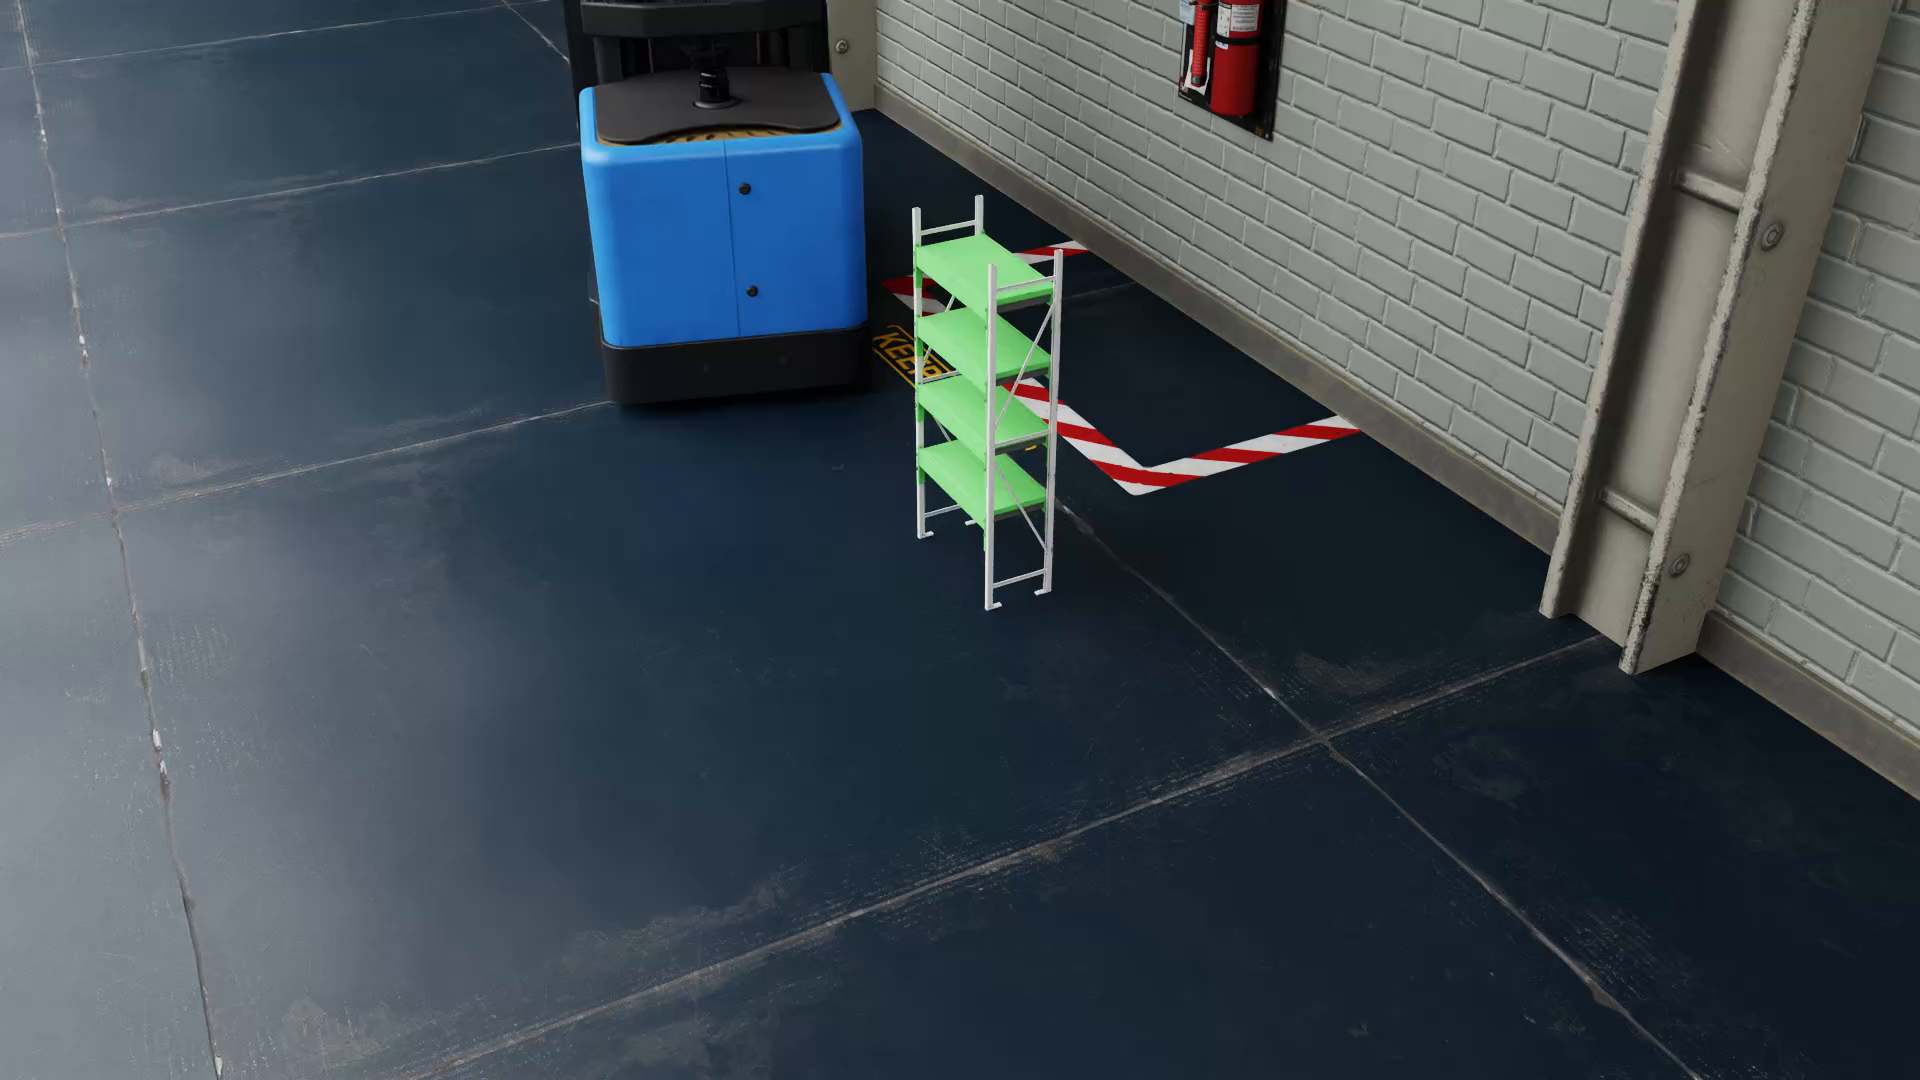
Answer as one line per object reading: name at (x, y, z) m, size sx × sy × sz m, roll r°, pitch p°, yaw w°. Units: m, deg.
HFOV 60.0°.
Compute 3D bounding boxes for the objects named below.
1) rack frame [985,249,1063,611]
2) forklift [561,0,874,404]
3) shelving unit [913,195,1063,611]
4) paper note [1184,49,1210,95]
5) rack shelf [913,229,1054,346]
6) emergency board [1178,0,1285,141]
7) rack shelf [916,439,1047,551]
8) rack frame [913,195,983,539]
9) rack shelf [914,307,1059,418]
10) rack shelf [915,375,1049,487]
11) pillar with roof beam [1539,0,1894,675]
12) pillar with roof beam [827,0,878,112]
rack frame at (0.191, -0.310, 5.121) m, size 0.240 × 1.200 × 0.015 m, roll -16°, pitch 36°, yaw -23°
forklift at (-1.148, -2.544, 7.004) m, size 1.130 × 2.935 × 3.031 m, roll -6°, pitch 33°, yaw -10°
shelving unit at (0.077, -0.426, 5.303) m, size 0.258 × 1.200 × 0.503 m, roll -16°, pitch 36°, yaw -23°
paper note at (0.963, -1.899, 6.751) m, size 0.016 × 0.148 × 0.142 m, roll -16°, pitch 36°, yaw -23°
rack shelf at (0.077, -0.777, 5.079) m, size 0.258 × 0.148 × 0.480 m, roll -16°, pitch 36°, yaw -23°
emergency board at (0.984, -2.169, 6.354) m, size 0.194 × 1.169 × 0.643 m, roll -16°, pitch 36°, yaw -23°
rack shelf at (0.077, -0.170, 5.467) m, size 0.258 × 0.148 × 0.480 m, roll -16°, pitch 36°, yaw -23°
rack frame at (-0.037, -0.543, 5.485) m, size 0.240 × 1.200 × 0.015 m, roll -16°, pitch 36°, yaw -23°
rack shelf at (0.077, -0.574, 5.208) m, size 0.258 × 0.148 × 0.480 m, roll -16°, pitch 36°, yaw -23°
rack shelf at (0.077, -0.372, 5.337) m, size 0.258 × 0.148 × 0.480 m, roll -16°, pitch 36°, yaw -23°
pillar with roof beam at (-1.706, -2.423, 1.190) m, size 9.100 × 9.000 × 0.400 m, roll -16°, pitch 36°, yaw -23°
pillar with roof beam at (-4.503, -5.286, 5.659) m, size 9.100 × 9.000 × 0.400 m, roll -16°, pitch 36°, yaw -23°
